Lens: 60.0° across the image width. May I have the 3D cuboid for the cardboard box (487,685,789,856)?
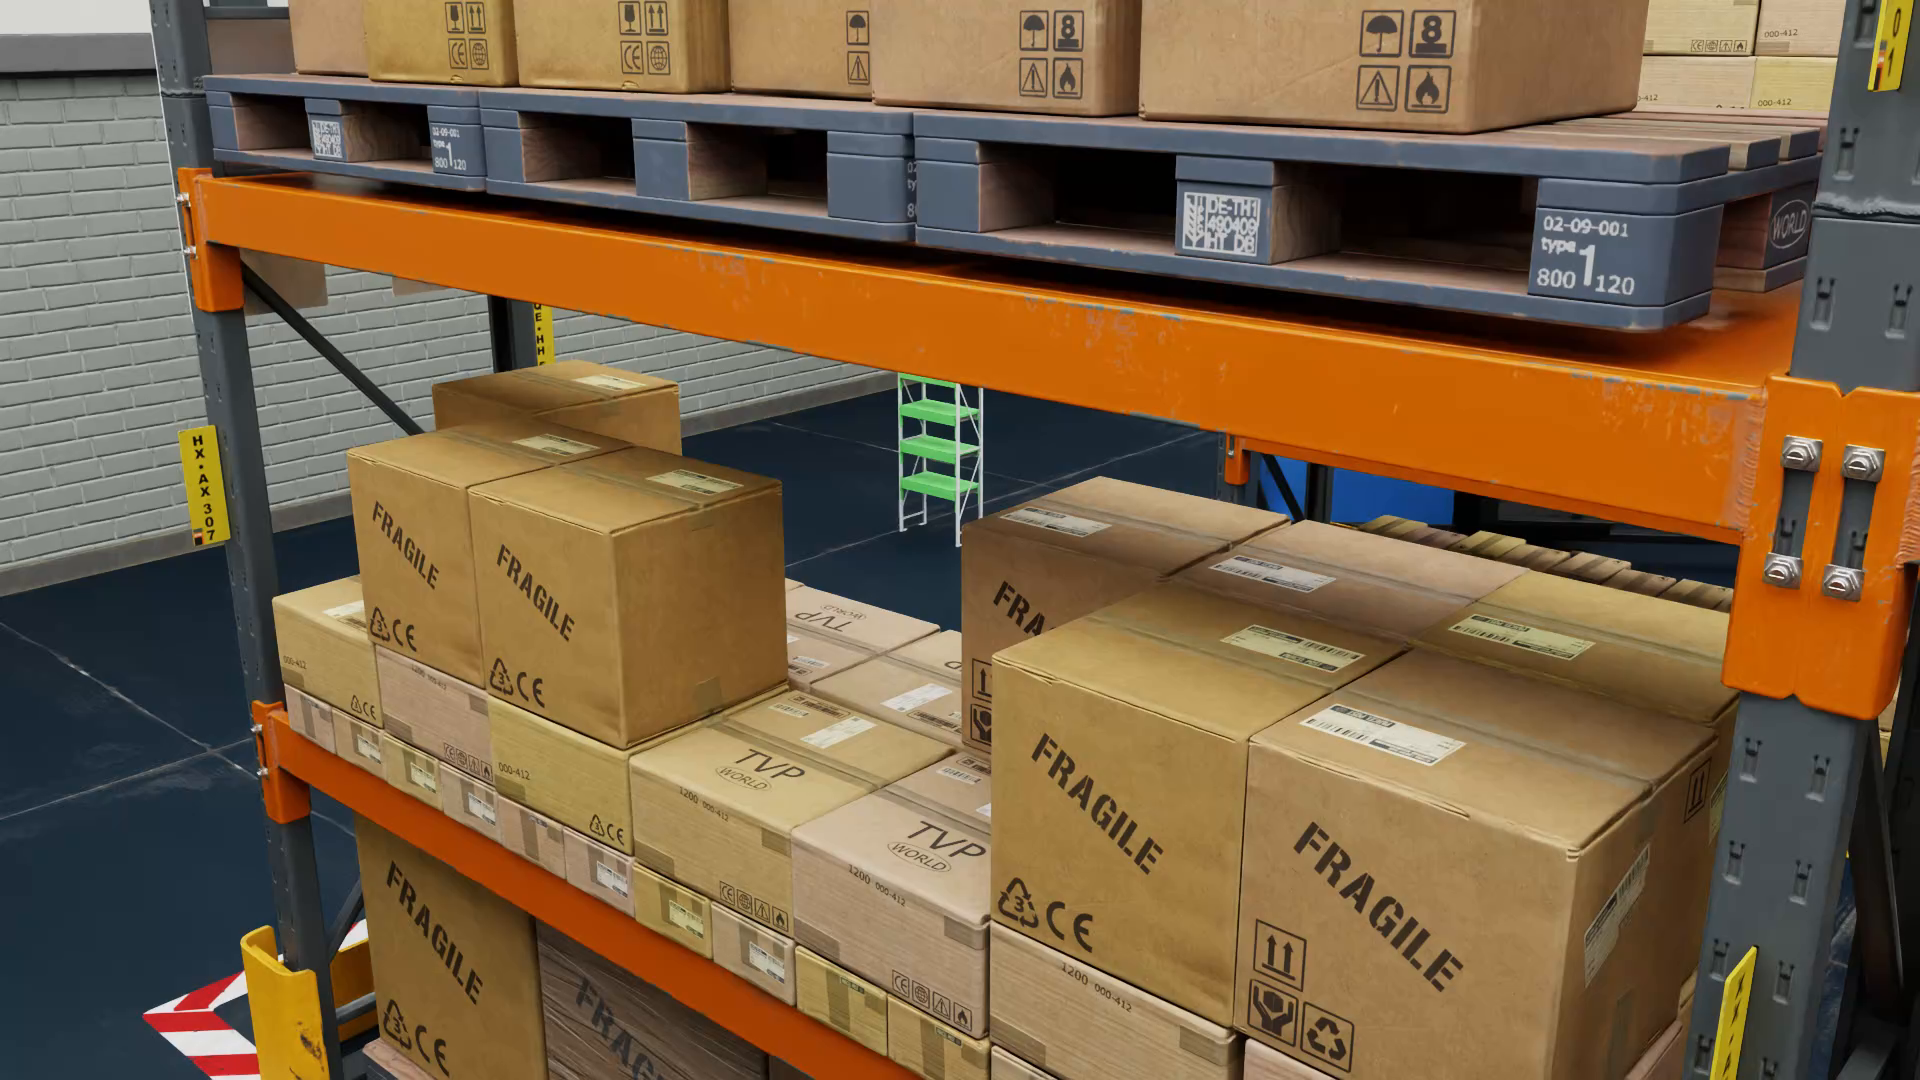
[{"bbox_3d":[-0.751,0.470,3.929,0.500,0.250,0.500,14,22,37],"label":"cardboard box"}]

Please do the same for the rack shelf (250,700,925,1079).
[{"bbox_3d":[-0.201,0.923,3.935,4.000,0.370,1.077,15,23,39],"label":"rack shelf"}]

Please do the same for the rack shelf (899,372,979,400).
[{"bbox_3d":[-0.124,-1.002,10.409,0.480,0.148,0.258,15,23,39],"label":"rack shelf"}]

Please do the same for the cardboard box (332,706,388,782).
[{"bbox_3d":[-1.458,0.495,4.509,0.250,0.149,0.380,15,23,38],"label":"cardboard box"}]

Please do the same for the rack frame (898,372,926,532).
[{"bbox_3d":[-0.306,-0.654,10.689,0.015,1.200,0.240,15,23,39],"label":"rack frame"}]

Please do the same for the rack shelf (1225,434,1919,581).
[{"bbox_3d":[3.167,-0.179,7.407,4.000,0.370,1.077,15,23,39],"label":"rack shelf"}]

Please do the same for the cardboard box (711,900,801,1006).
[{"bbox_3d":[-0.302,0.805,3.533,0.250,0.149,0.380,16,23,40],"label":"cardboard box"}]

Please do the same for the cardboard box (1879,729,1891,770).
[{"bbox_3d":[3.793,0.804,6.648,0.250,0.149,0.380,14,22,37],"label":"cardboard box"}]

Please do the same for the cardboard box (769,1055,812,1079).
[{"bbox_3d":[0.181,1.462,3.863,0.875,0.875,0.875,15,23,39],"label":"cardboard box"}]

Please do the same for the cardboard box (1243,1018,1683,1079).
[{"bbox_3d":[0.790,0.882,2.631,0.500,0.250,0.500,14,23,38],"label":"cardboard box"}]

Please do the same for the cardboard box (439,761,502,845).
[{"bbox_3d":[-1.070,0.598,4.183,0.250,0.149,0.380,15,23,38],"label":"cardboard box"}]

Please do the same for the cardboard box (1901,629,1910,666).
[{"bbox_3d":[3.944,0.483,7.167,0.250,0.149,0.380,14,23,38],"label":"cardboard box"}]

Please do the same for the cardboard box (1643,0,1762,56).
[{"bbox_3d":[2.967,-2.063,6.617,0.500,0.250,0.500,14,22,37],"label":"cardboard box"}]

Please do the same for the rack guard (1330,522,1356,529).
[{"bbox_3d":[1.728,0.283,8.894,0.348,0.500,1.175,15,23,39],"label":"rack guard"}]

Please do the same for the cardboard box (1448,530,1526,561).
[{"bbox_3d":[2.663,0.087,8.414,0.250,0.149,0.380,14,23,38],"label":"cardboard box"}]

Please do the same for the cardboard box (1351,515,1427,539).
[{"bbox_3d":[2.235,0.000,8.687,0.250,0.149,0.380,15,23,40],"label":"cardboard box"}]

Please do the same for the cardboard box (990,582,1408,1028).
[{"bbox_3d":[0.401,0.420,2.845,0.500,0.500,0.500,15,23,40],"label":"cardboard box"}]

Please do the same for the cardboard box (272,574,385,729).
[{"bbox_3d":[-1.517,0.265,4.573,0.500,0.250,0.500,14,23,38],"label":"cardboard box"}]

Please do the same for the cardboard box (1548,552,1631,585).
[{"bbox_3d":[3.052,0.195,8.075,0.250,0.149,0.380,16,24,41],"label":"cardboard box"}]

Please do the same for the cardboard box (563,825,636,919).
[{"bbox_3d":[-0.687,0.701,3.858,0.250,0.149,0.380,15,23,39],"label":"cardboard box"}]

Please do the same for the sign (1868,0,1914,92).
[{"bbox_3d":[0.927,-0.607,1.620,0.005,0.325,0.100,15,23,39],"label":"sign"}]

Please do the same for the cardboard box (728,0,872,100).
[{"bbox_3d":[-0.027,-1.134,3.241,0.500,0.500,0.700,16,24,42],"label":"cardboard box"}]

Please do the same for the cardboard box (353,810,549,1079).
[{"bbox_3d":[-1.165,1.101,5.002,0.875,0.875,0.875,15,23,39],"label":"cardboard box"}]

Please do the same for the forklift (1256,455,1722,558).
[{"bbox_3d":[3.416,-1.333,9.967,3.031,2.935,1.130,1,18,5],"label":"forklift"}]

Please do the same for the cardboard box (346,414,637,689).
[{"bbox_3d":[-1.143,0.008,4.143,0.500,0.500,0.500,14,23,38],"label":"cardboard box"}]

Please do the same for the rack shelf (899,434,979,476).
[{"bbox_3d":[-0.124,-0.544,10.554,0.480,0.148,0.258,15,23,39],"label":"rack shelf"}]

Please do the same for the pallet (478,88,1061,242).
[{"bbox_3d":[-0.219,-0.818,3.418,1.213,0.211,1.003,15,23,39],"label":"pallet"}]

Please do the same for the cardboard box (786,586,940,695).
[{"bbox_3d":[-0.399,0.349,4.309,0.500,0.250,0.500,14,22,37],"label":"cardboard box"}]

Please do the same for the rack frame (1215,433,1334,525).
[{"bbox_3d":[1.671,-0.924,8.564,0.127,3.000,1.000,15,23,39],"label":"rack frame"}]

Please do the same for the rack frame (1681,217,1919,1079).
[{"bbox_3d":[1.295,0.981,2.561,0.127,3.000,1.000,15,23,39],"label":"rack frame"}]

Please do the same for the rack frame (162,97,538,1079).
[{"bbox_3d":[-1.697,0.178,5.092,0.127,3.000,1.000,15,23,39],"label":"rack frame"}]

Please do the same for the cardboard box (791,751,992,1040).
[{"bbox_3d":[0.020,0.676,3.279,0.500,0.250,0.500,16,23,40],"label":"cardboard box"}]

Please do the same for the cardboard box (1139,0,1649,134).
[{"bbox_3d":[0.669,-0.887,2.466,0.500,0.500,0.700,13,22,36],"label":"cardboard box"}]

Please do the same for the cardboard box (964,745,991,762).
[{"bbox_3d":[0.357,0.554,3.665,0.500,0.250,0.500,16,23,41],"label":"cardboard box"}]

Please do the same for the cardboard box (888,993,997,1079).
[{"bbox_3d":[0.079,0.907,3.209,0.250,0.149,0.380,16,23,40],"label":"cardboard box"}]

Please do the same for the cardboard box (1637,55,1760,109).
[{"bbox_3d":[3.000,-1.821,6.679,0.500,0.250,0.500,15,23,39],"label":"cardboard box"}]

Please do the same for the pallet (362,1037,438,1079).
[{"bbox_3d":[-1.047,1.650,5.063,1.213,0.211,1.003,15,23,39],"label":"pallet"}]

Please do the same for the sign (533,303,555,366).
[{"bbox_3d":[-1.327,-0.607,5.259,0.005,0.325,0.100,15,23,39],"label":"sign"}]

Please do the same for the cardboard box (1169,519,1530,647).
[{"bbox_3d":[0.743,0.299,3.228,0.500,0.500,0.500,15,23,39],"label":"cardboard box"}]

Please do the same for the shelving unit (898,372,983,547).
[{"bbox_3d":[-0.124,-0.605,10.535,0.503,1.200,0.258,15,23,39],"label":"shelving unit"}]

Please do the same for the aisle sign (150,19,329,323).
[{"bbox_3d":[-1.950,-1.008,4.530,0.004,0.787,0.394,15,23,39],"label":"aisle sign"}]

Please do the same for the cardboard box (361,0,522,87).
[{"bbox_3d":[-0.932,-1.315,3.811,0.500,0.500,0.700,14,22,37],"label":"cardboard box"}]

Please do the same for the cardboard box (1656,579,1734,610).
[{"bbox_3d":[3.390,0.319,7.683,0.250,0.149,0.380,15,23,40],"label":"cardboard box"}]

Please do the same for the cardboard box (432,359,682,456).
[{"bbox_3d":[-1.158,-0.211,4.835,0.500,0.500,0.500,15,23,40],"label":"cardboard box"}]
